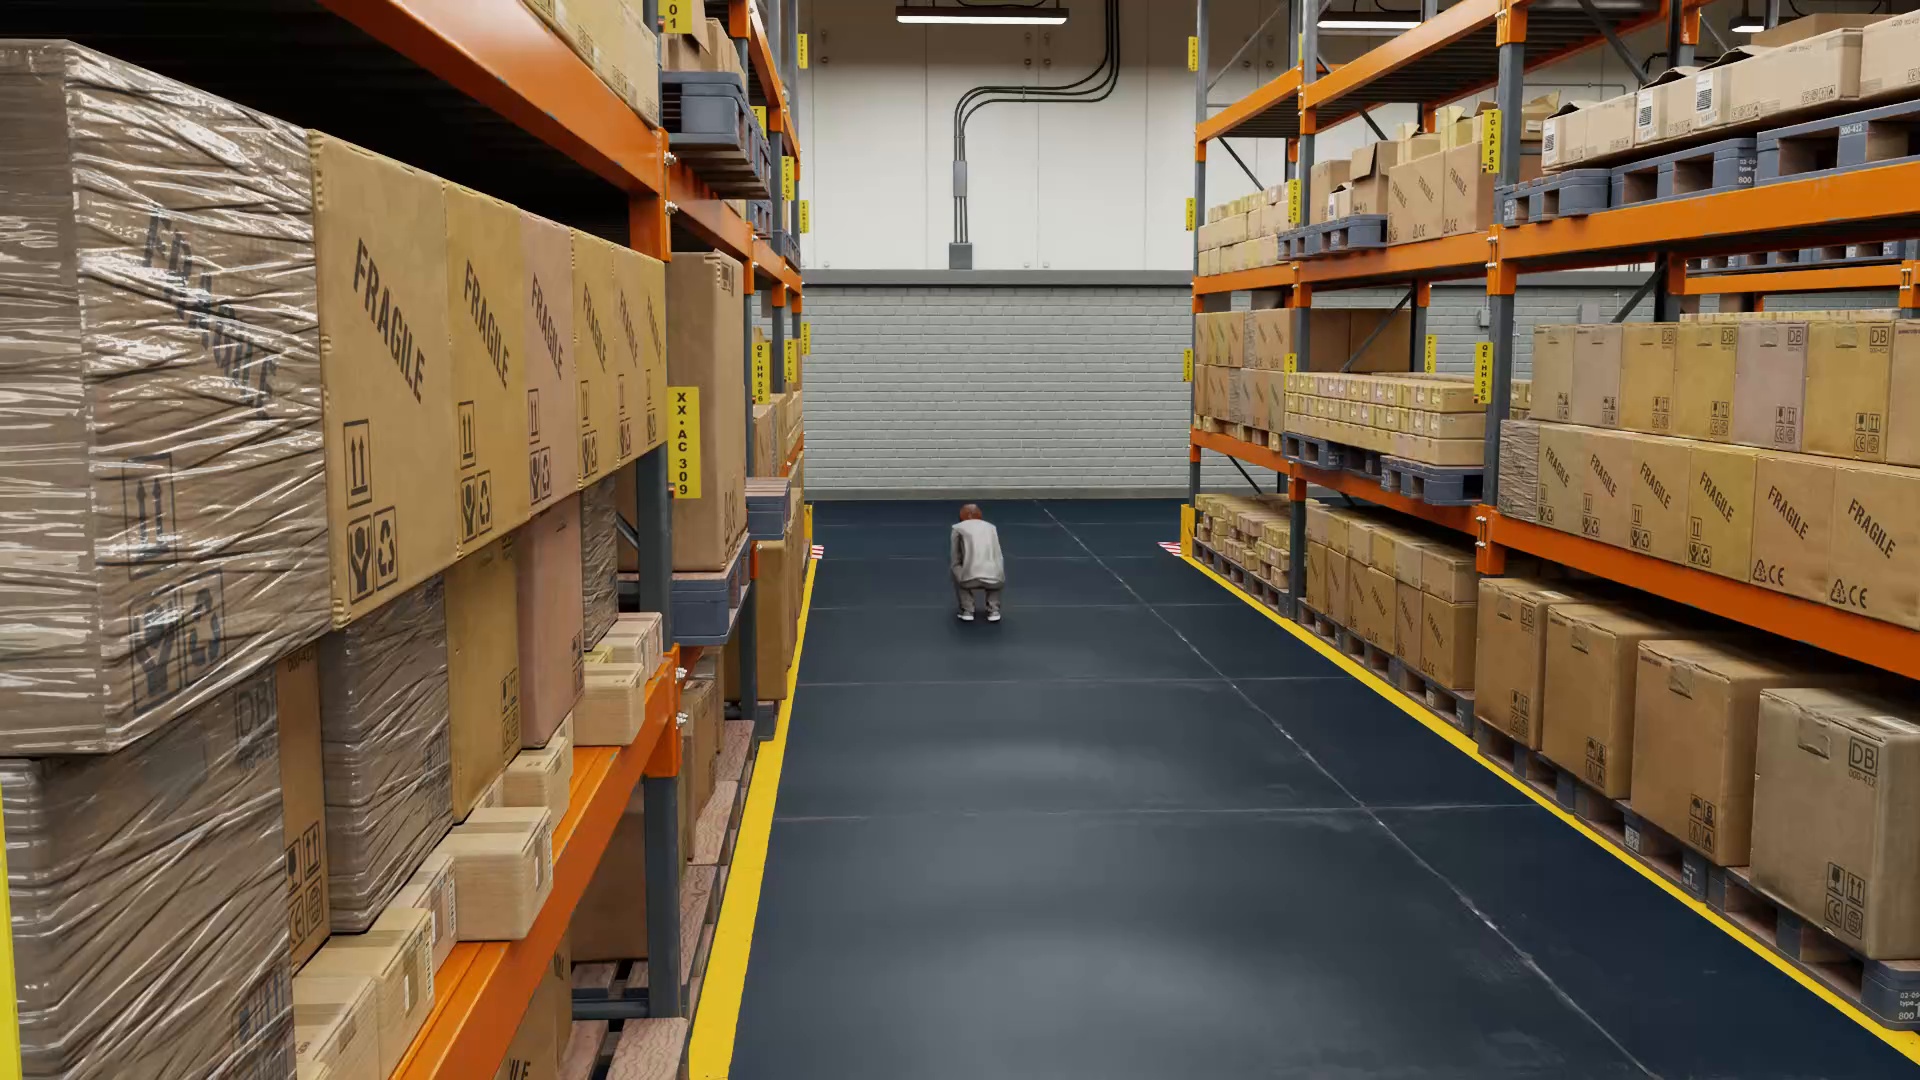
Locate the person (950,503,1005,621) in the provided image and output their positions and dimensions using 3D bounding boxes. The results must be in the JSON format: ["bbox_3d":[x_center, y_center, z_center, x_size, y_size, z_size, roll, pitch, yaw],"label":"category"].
[{"bbox_3d":[0.147,0.178,13.243,0.440,0.899,0.799,-1,7,-4],"label":"person"}]
